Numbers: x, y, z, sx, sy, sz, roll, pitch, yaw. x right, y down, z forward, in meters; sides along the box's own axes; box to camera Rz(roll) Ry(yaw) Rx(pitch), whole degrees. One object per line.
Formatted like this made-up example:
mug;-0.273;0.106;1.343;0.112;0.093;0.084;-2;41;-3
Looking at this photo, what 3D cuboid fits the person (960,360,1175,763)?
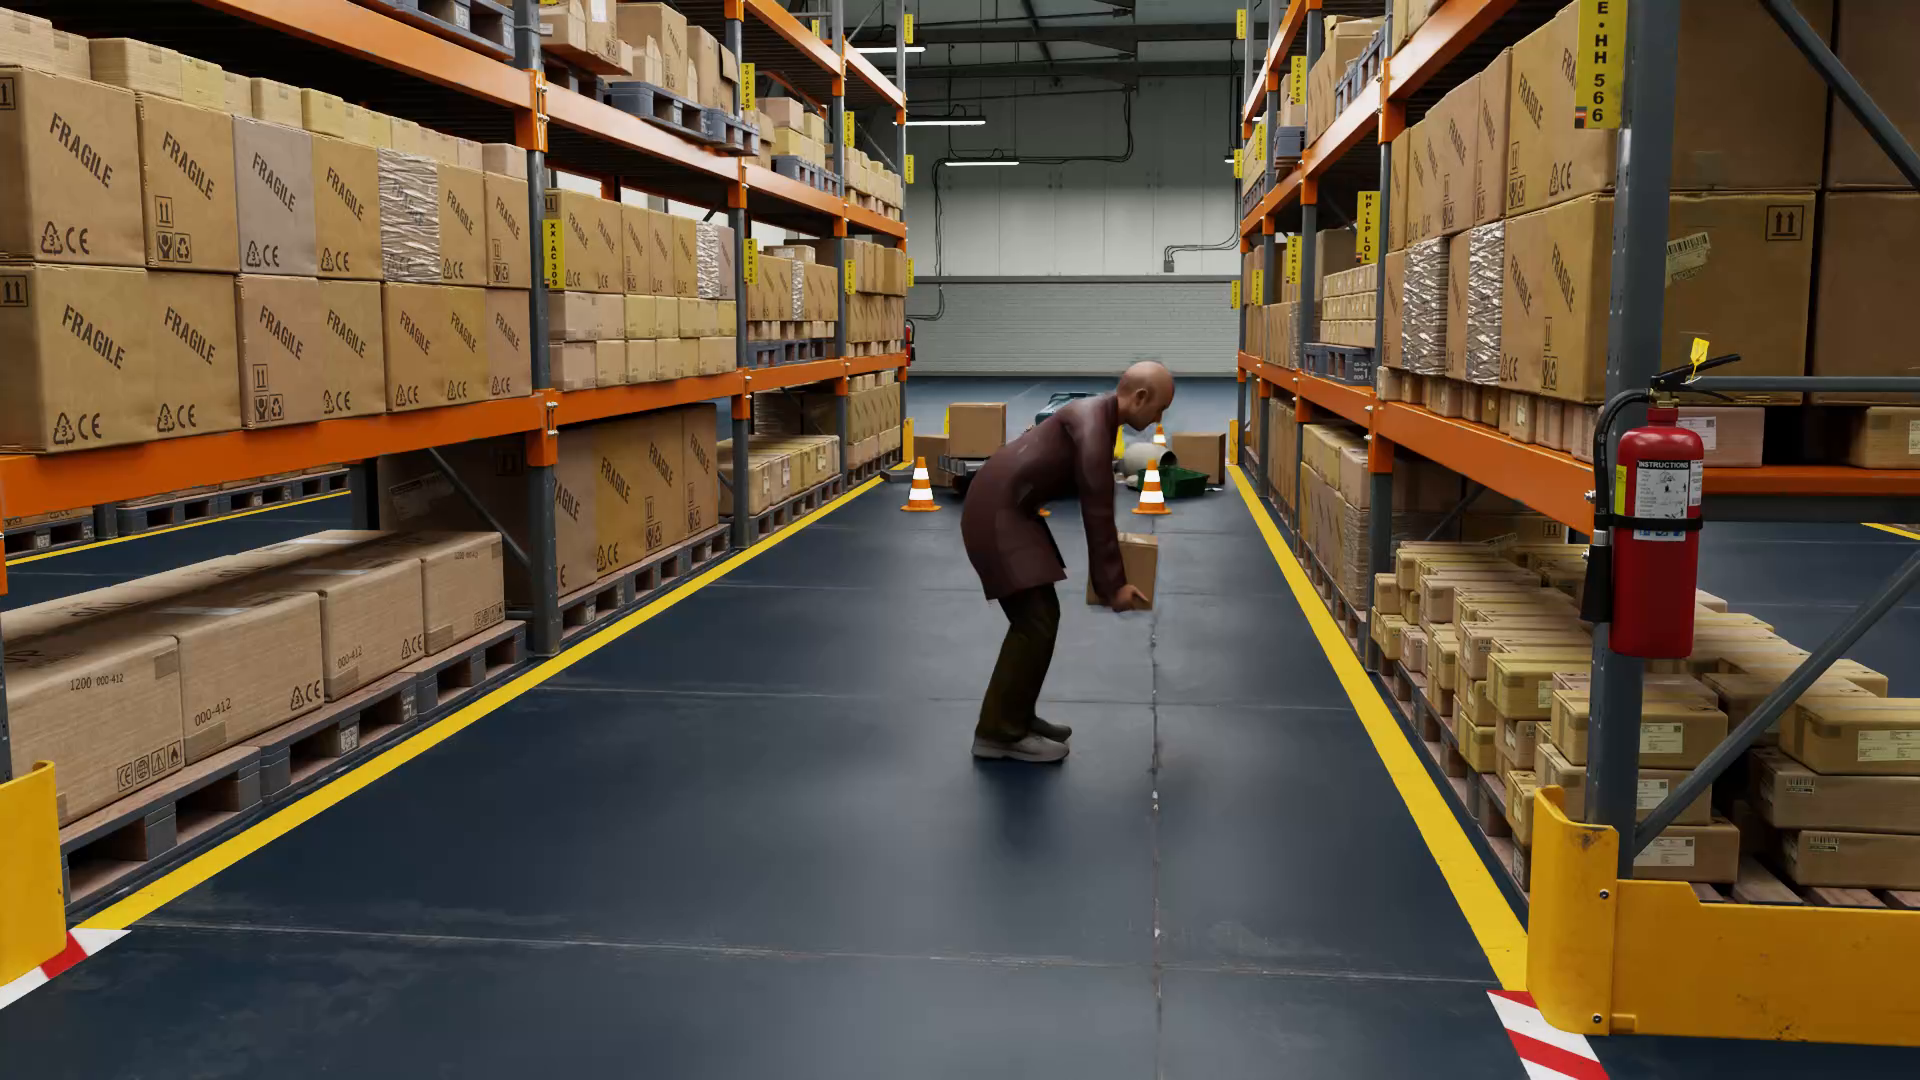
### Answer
person;0.406;0.075;6.346;0.806;1.503;0.556;1;7;5
